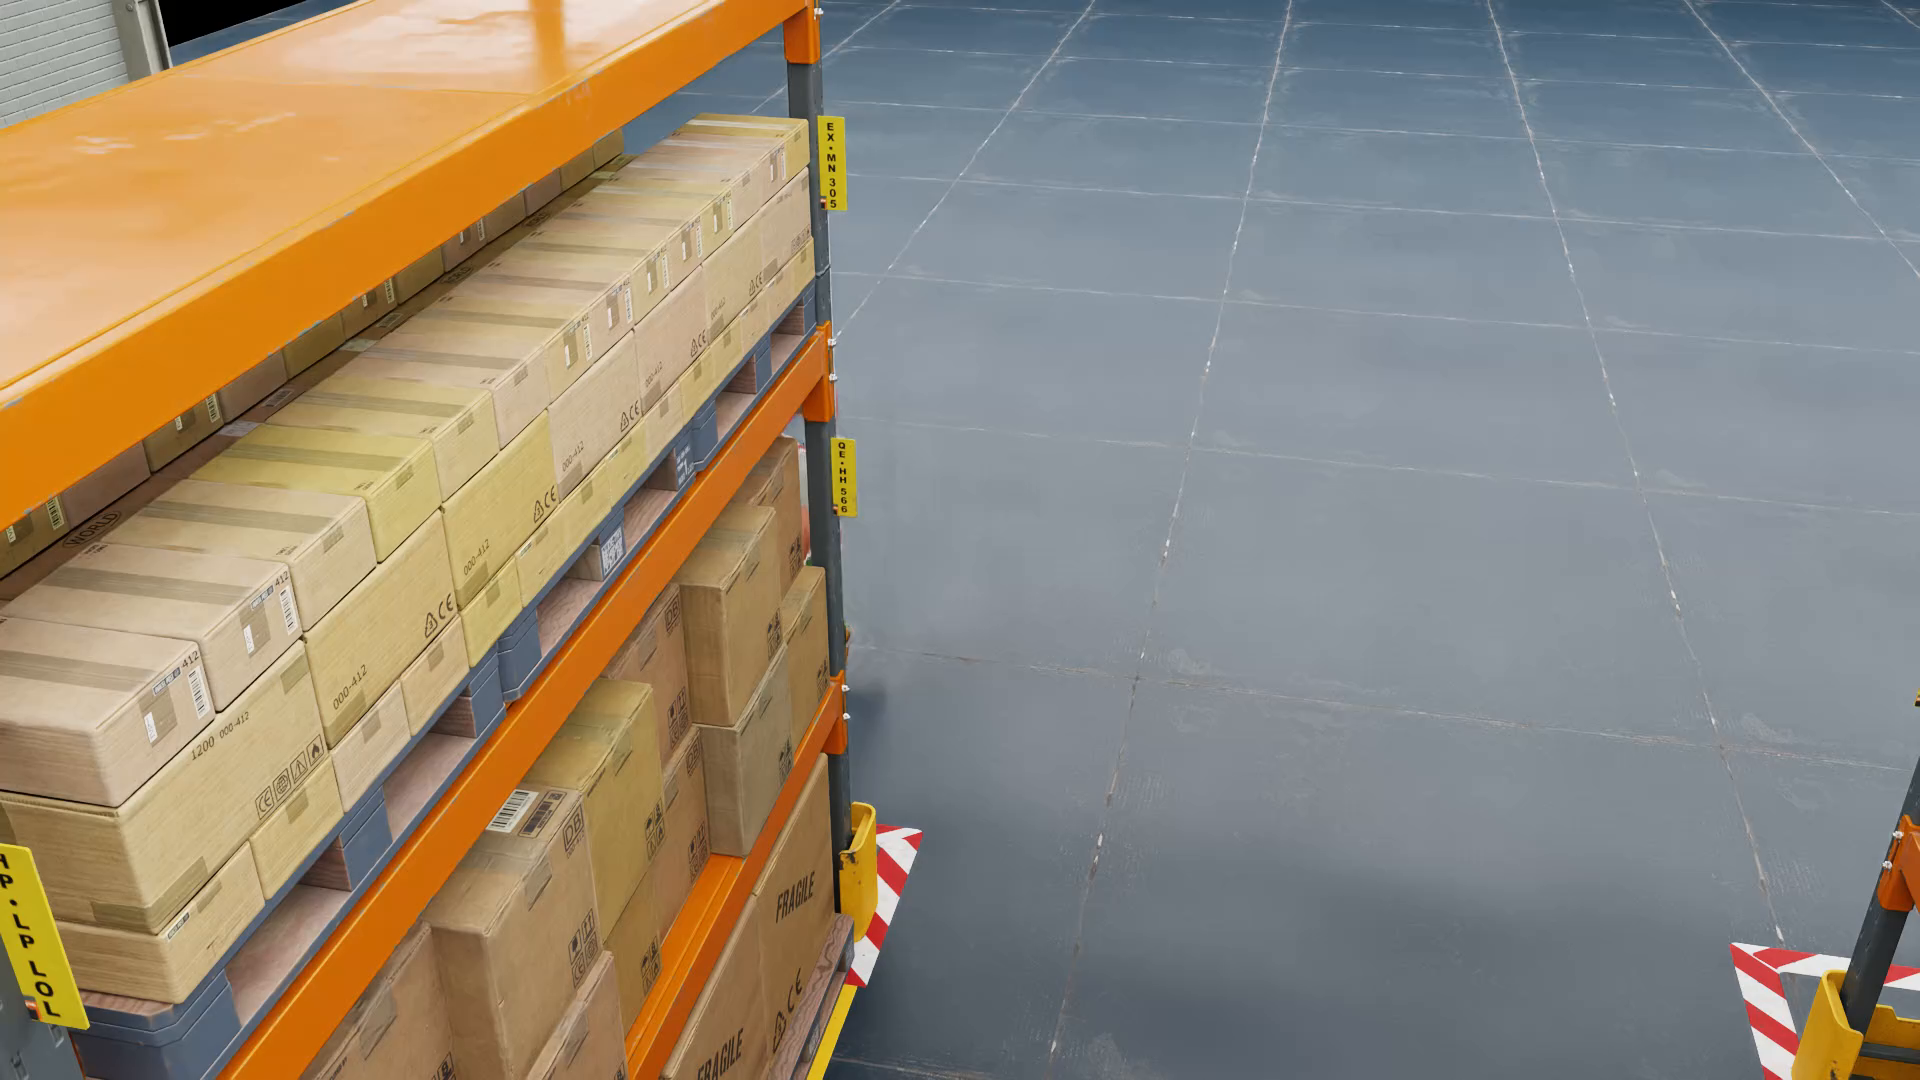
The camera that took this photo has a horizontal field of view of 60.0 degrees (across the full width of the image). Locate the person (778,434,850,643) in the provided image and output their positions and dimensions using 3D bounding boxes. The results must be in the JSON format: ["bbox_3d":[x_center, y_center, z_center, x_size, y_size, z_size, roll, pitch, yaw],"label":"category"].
[{"bbox_3d":[-0.955,0.037,8.513,0.625,1.780,0.750,18,33,29],"label":"person"}]
